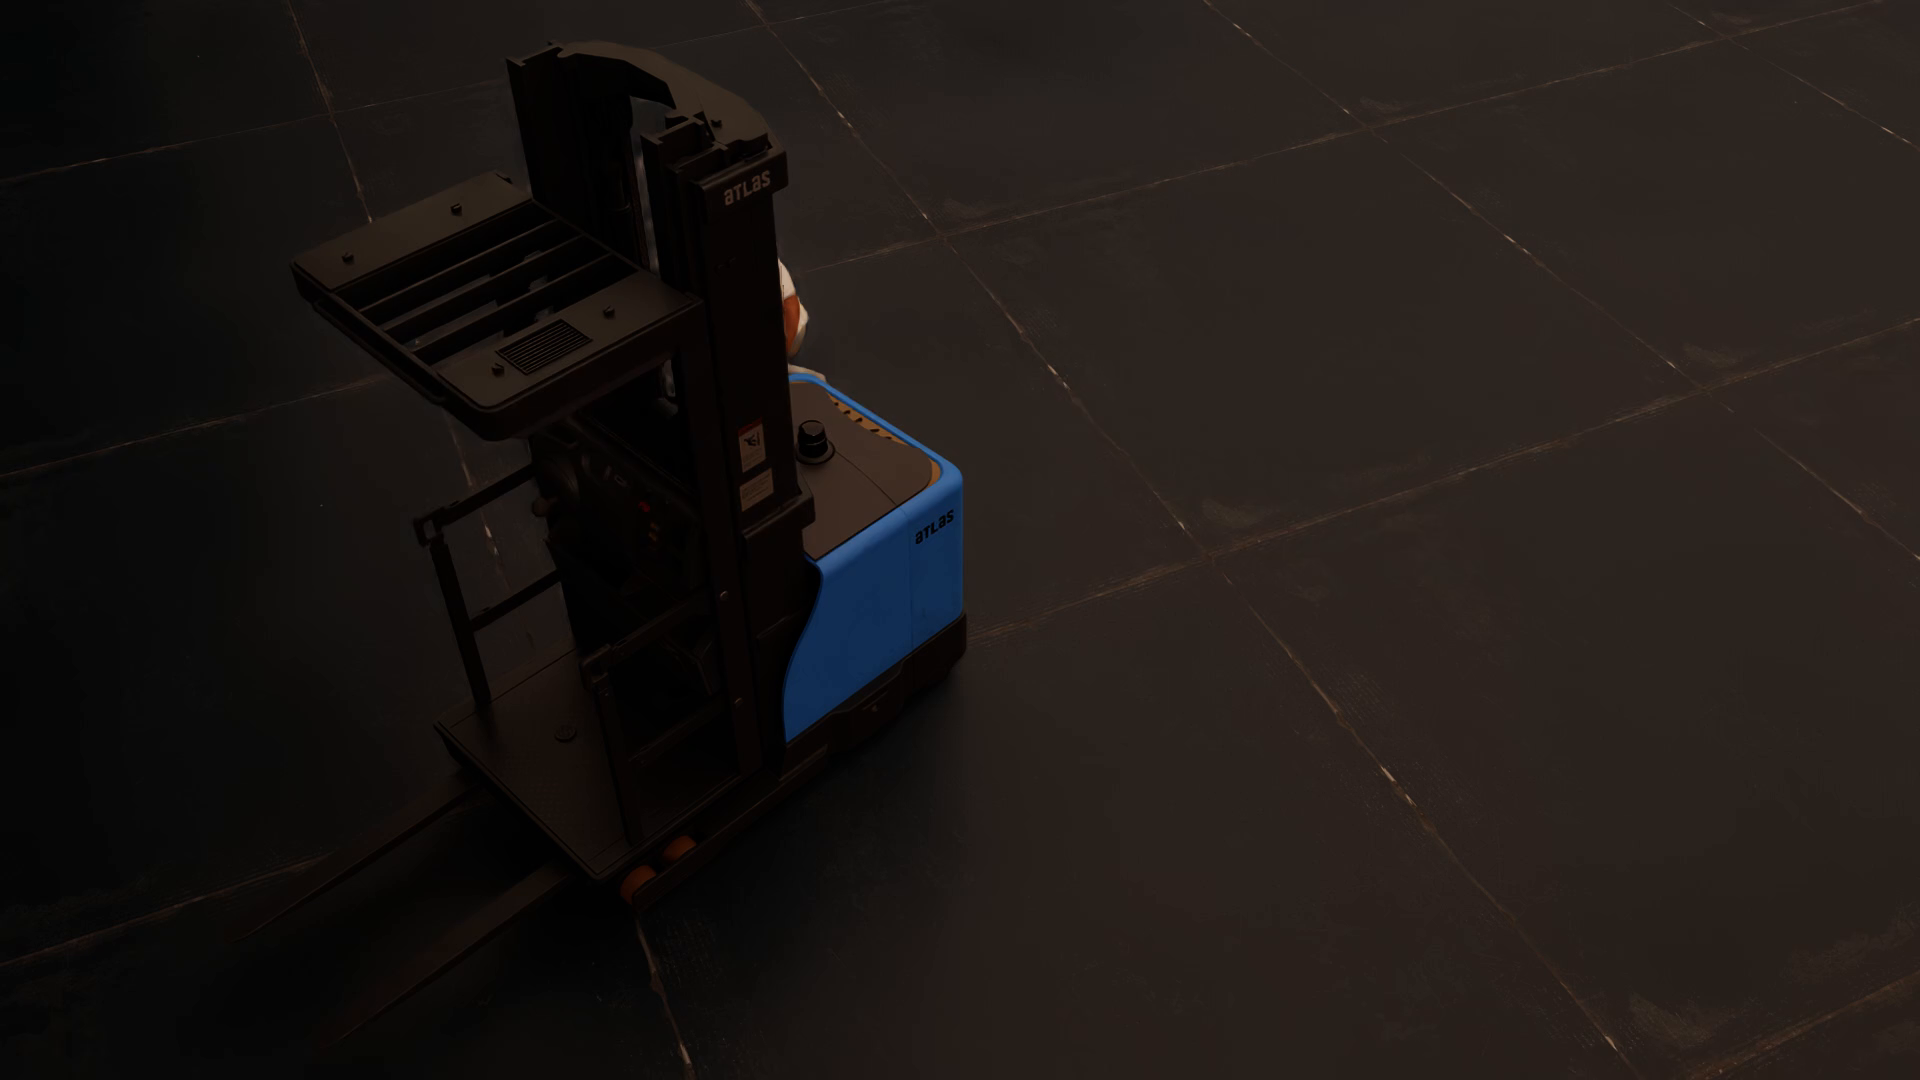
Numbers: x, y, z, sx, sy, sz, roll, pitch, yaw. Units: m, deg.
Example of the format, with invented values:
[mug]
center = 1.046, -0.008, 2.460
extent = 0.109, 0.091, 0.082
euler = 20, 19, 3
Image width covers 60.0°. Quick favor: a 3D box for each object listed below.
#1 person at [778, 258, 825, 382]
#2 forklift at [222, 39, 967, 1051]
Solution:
[person]
center = -0.948, -1.048, 7.907
extent = 0.621, 1.459, 0.757
euler = -14, 45, -15
[forklift]
center = -1.363, -0.071, 5.756
extent = 1.130, 2.935, 3.031
euler = 34, 53, 31
